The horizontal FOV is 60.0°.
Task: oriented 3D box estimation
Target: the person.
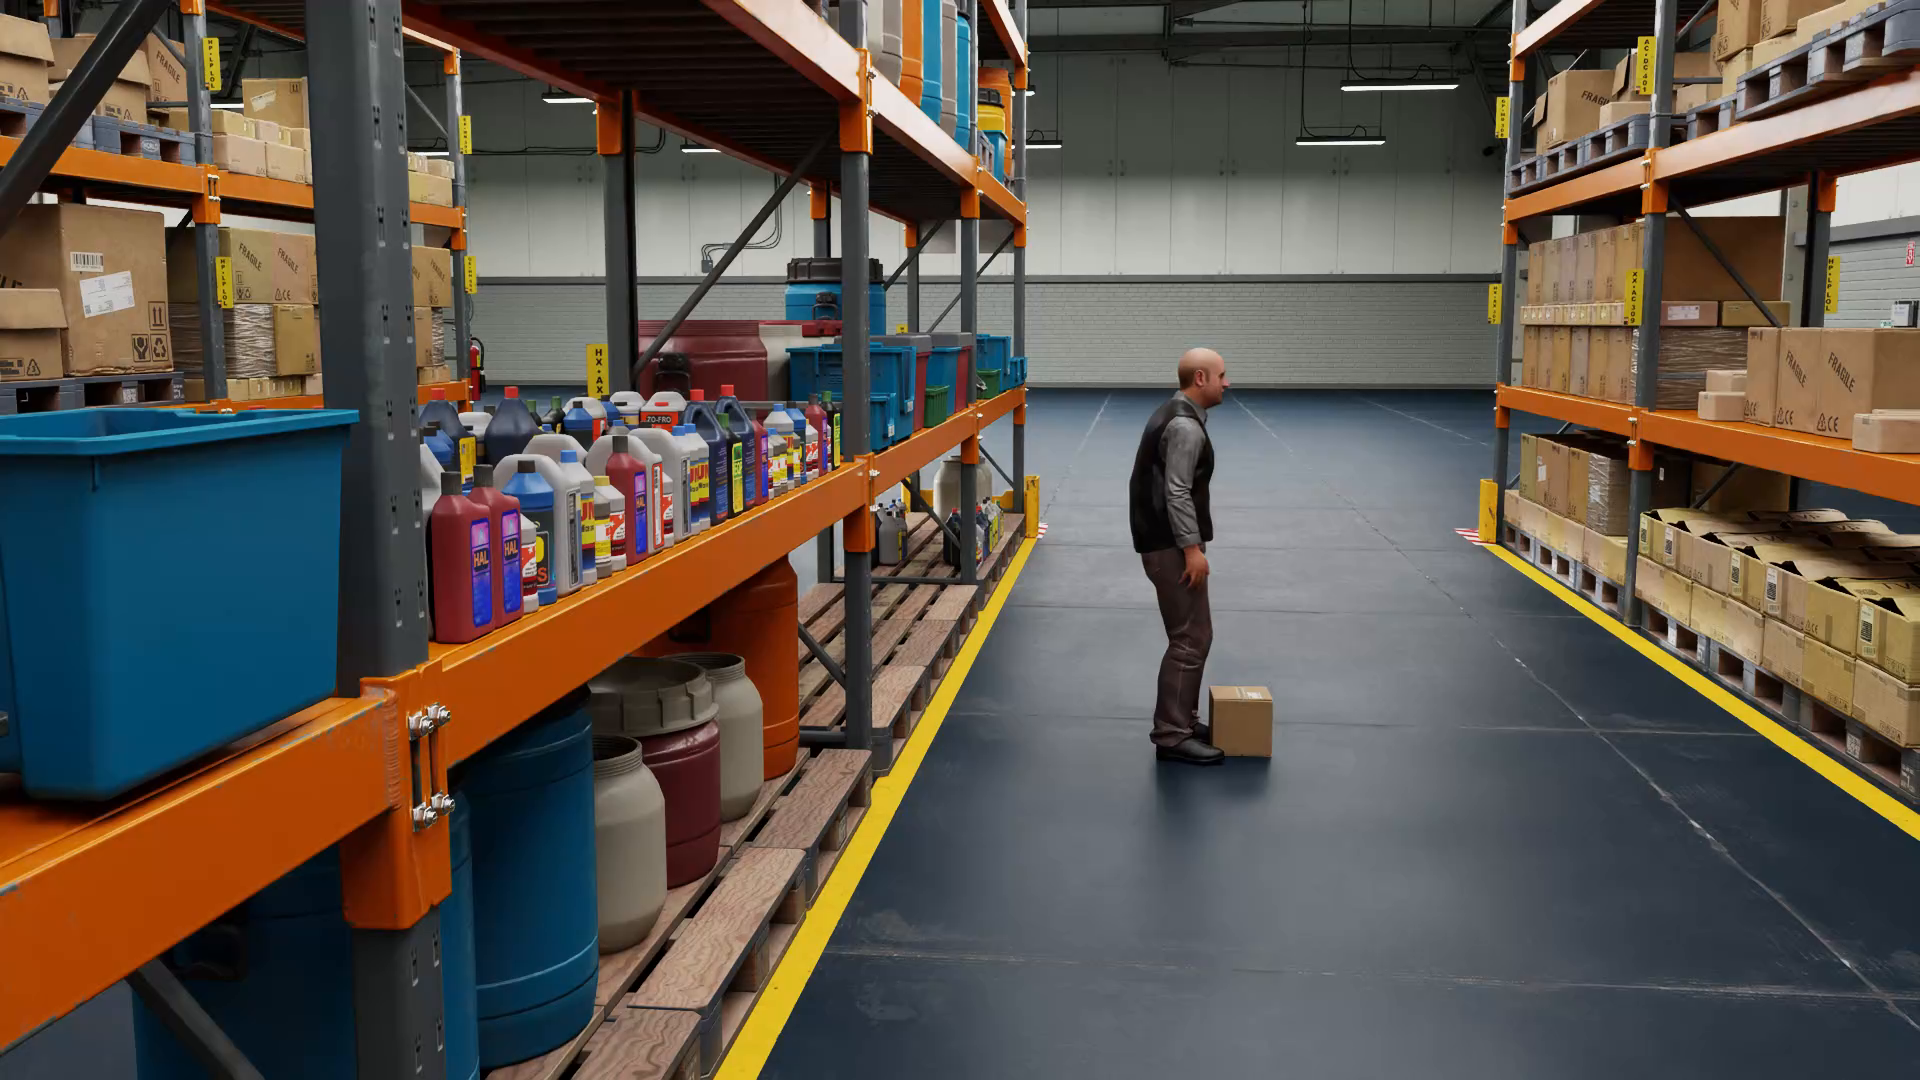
[{"bbox_3d":[0.952,0.047,7.082,0.462,1.721,0.587,1,8,5],"label":"person"}]
